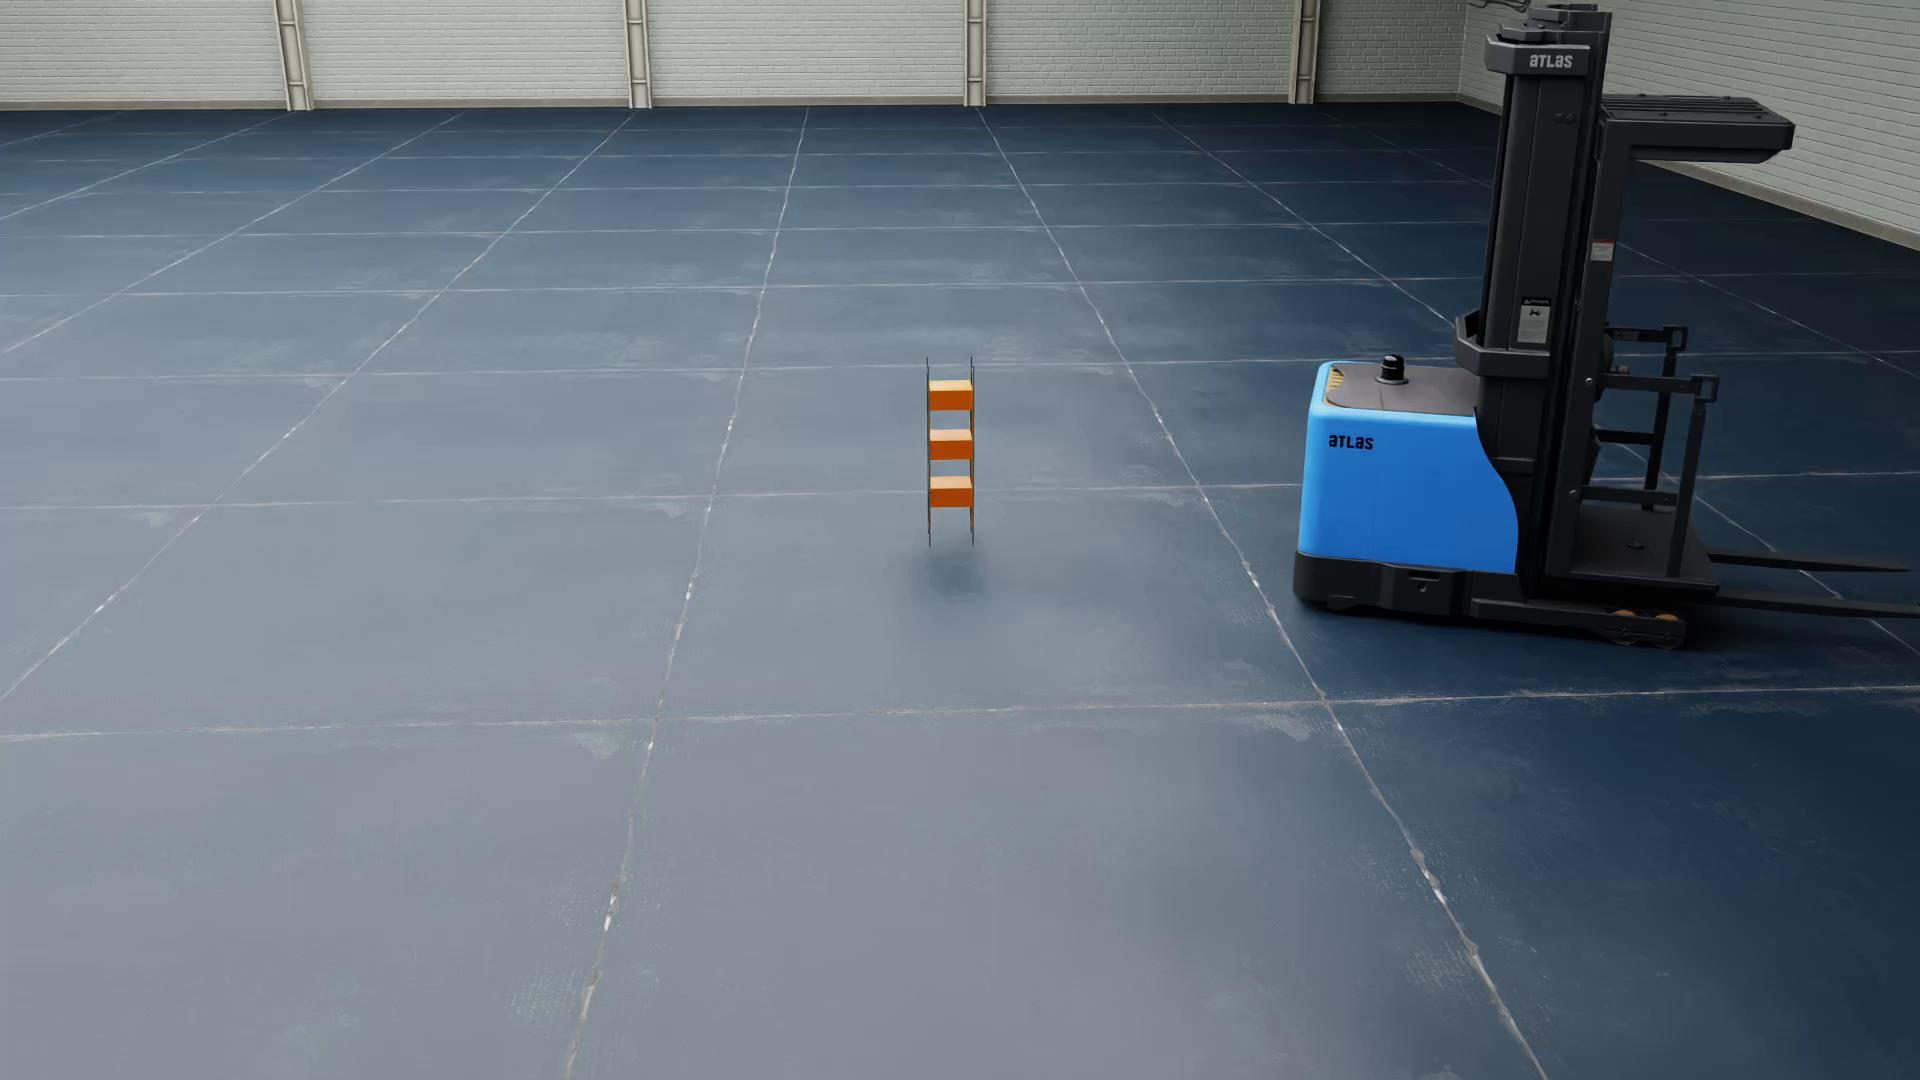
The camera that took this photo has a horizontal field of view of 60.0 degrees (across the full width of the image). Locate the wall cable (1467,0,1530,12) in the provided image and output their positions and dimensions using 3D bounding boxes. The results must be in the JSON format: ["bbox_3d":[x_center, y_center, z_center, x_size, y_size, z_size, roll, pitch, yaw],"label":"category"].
[{"bbox_3d":[9.271,-10.372,28.417,0.112,2.526,3.097,-1,21,-3],"label":"wall cable"}]

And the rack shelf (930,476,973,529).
[{"bbox_3d":[-0.053,-0.220,9.371,0.240,0.259,0.215,-1,21,-3],"label":"rack shelf"}]

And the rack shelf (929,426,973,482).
[{"bbox_3d":[-0.053,-0.480,9.272,0.240,0.259,0.215,-1,21,-3],"label":"rack shelf"}]

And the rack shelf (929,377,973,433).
[{"bbox_3d":[-0.053,-0.745,9.171,0.240,0.259,0.215,-1,21,-3],"label":"rack shelf"}]

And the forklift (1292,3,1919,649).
[{"bbox_3d":[3.285,-1.050,8.097,3.031,2.935,1.130,5,21,14],"label":"forklift"}]

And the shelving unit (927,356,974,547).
[{"bbox_3d":[-0.053,-0.490,9.268,0.252,1.050,0.215,-1,21,-3],"label":"shelving unit"}]

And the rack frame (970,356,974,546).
[{"bbox_3d":[0.068,-0.492,9.275,0.008,1.050,0.200,-1,21,-3],"label":"rack frame"}]

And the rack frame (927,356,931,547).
[{"bbox_3d":[-0.175,-0.487,9.262,0.008,1.050,0.200,-1,21,-3],"label":"rack frame"}]

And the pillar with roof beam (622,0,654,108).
[{"bbox_3d":[-5.480,-10.460,24.285,0.400,9.000,9.100,-1,21,-3],"label":"pillar with roof beam"}]

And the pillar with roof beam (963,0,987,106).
[{"bbox_3d":[0.510,-10.582,24.605,0.400,9.000,9.100,-1,21,-3],"label":"pillar with roof beam"}]

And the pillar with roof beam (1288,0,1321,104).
[{"bbox_3d":[6.501,-10.704,24.925,0.400,9.000,9.100,-1,21,-3],"label":"pillar with roof beam"}]

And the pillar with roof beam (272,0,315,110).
[{"bbox_3d":[-11.470,-10.338,23.965,0.400,9.000,9.100,-1,21,-3],"label":"pillar with roof beam"}]
